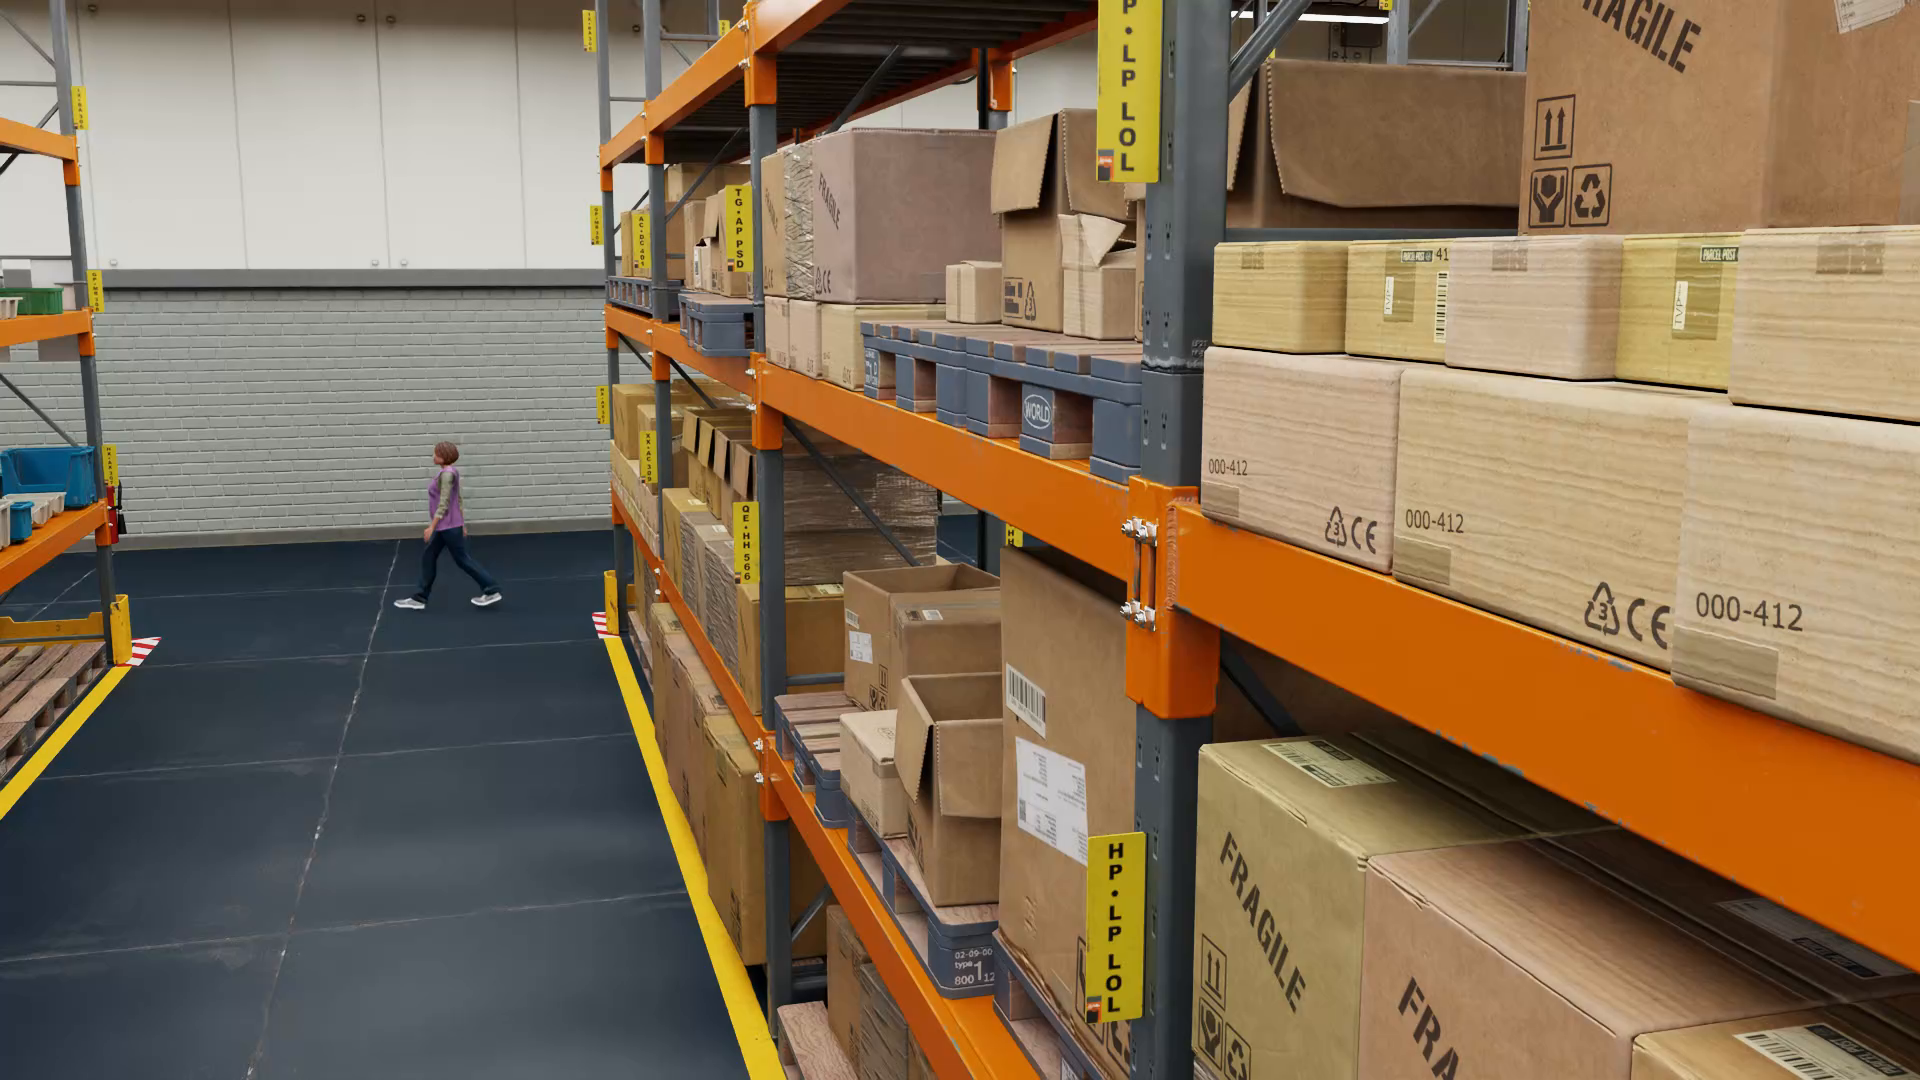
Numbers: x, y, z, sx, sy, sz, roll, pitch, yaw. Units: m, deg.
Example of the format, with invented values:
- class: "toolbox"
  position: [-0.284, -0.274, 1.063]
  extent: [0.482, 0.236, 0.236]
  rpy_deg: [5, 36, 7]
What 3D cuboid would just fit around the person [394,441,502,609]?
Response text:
- class: "person"
  position: [-4.700, -0.132, 15.162]
  extent: [0.955, 1.541, 0.446]
  rpy_deg: [-3, 10, -17]
